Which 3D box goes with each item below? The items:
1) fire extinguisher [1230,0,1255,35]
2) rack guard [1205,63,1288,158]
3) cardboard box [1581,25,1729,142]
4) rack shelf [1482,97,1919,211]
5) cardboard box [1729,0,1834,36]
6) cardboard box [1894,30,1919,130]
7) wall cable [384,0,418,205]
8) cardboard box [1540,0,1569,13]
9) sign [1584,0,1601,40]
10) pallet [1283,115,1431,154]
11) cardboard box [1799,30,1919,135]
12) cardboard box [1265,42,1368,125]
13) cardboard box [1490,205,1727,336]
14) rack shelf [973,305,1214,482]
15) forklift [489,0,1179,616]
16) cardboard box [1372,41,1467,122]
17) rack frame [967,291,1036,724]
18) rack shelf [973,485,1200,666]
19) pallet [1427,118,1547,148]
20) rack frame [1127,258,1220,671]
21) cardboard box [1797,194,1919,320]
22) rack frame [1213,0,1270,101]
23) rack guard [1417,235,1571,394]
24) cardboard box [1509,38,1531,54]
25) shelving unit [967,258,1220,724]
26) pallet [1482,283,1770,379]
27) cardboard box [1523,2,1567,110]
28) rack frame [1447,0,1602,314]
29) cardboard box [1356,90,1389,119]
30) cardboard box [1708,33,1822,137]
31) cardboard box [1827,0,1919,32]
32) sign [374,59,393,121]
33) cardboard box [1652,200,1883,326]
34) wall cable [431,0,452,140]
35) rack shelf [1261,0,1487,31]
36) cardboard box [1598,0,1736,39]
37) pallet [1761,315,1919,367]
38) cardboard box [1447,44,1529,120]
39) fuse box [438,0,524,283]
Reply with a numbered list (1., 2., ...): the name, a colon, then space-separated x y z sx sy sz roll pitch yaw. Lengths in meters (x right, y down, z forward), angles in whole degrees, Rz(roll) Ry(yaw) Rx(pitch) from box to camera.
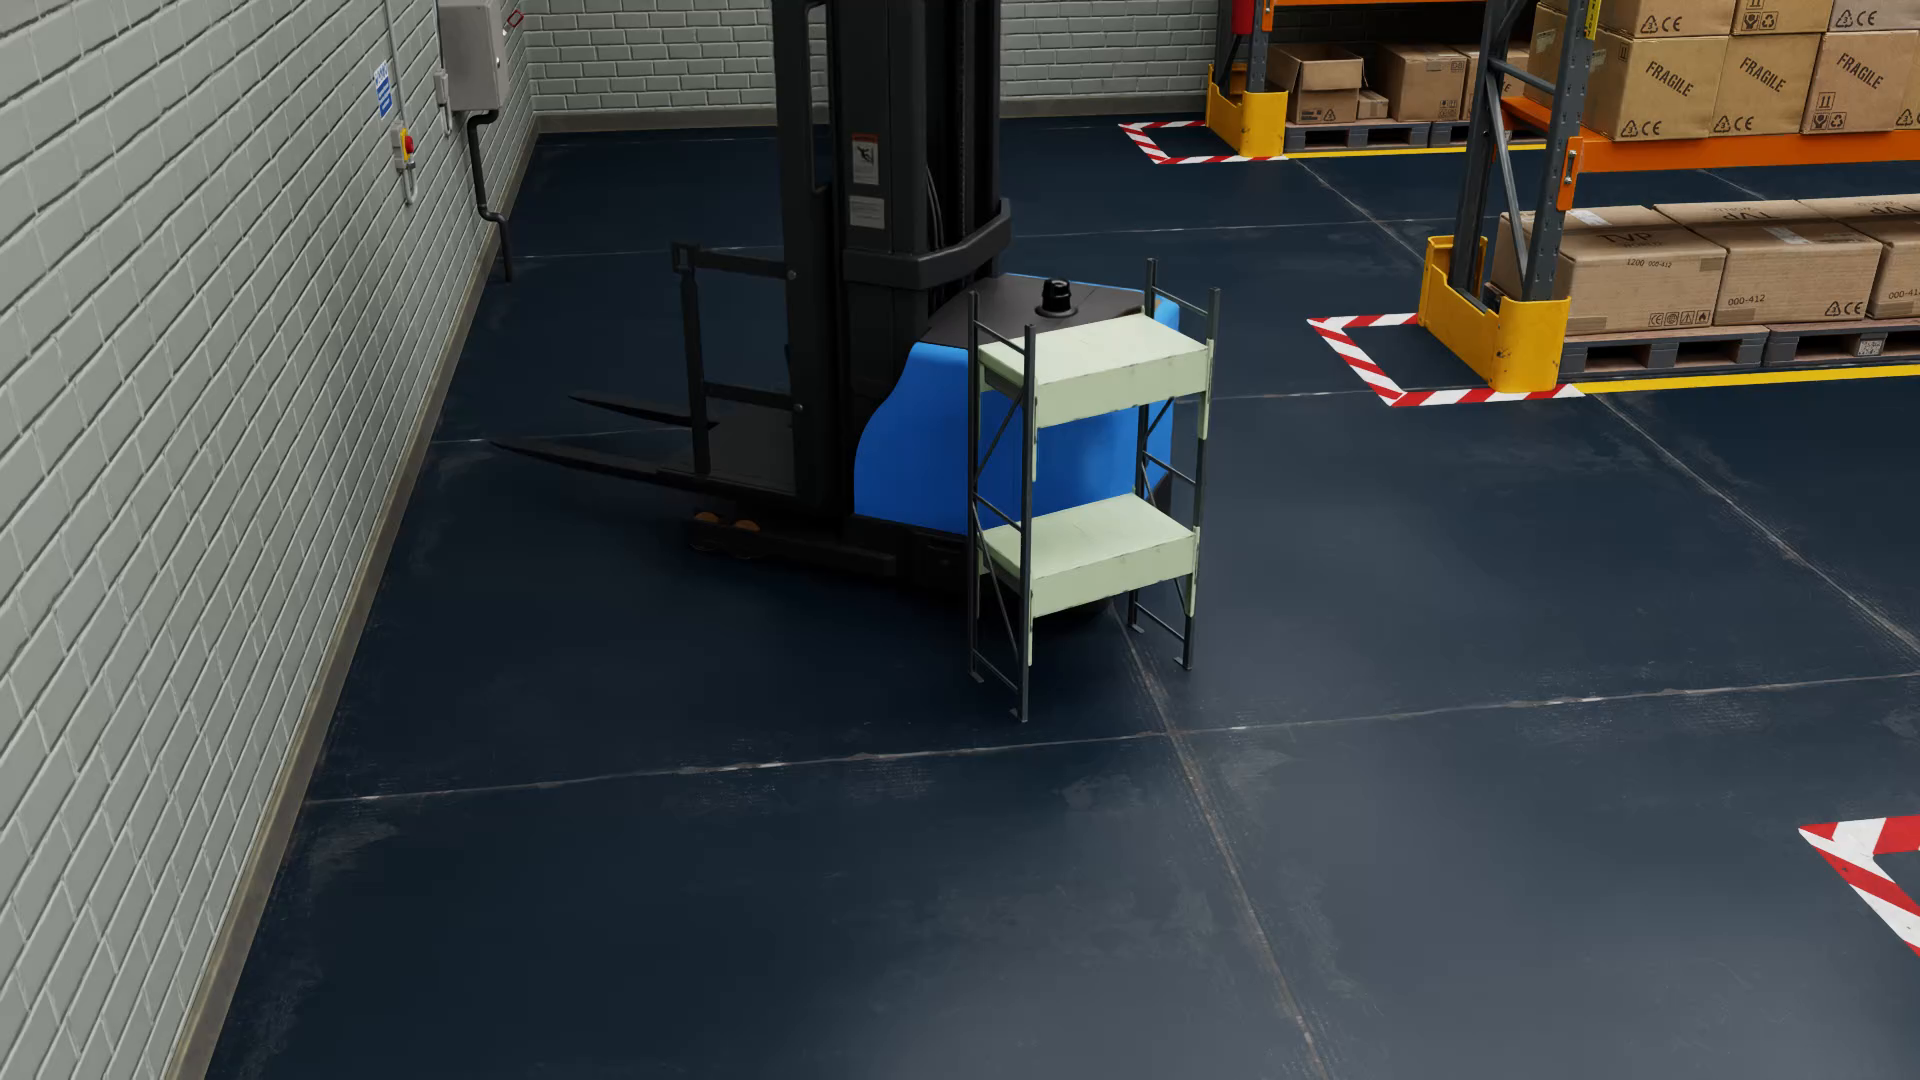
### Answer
1. fire extinguisher: 2.165 -4.203 12.649 0.183 0.674 0.296 -4 27 -7
2. rack guard: 2.322 -3.515 13.552 0.348 0.500 1.175 -4 27 -7
3. cardboard box: 3.457 -2.323 8.383 0.500 0.500 0.500 -4 27 -8
4. rack shelf: 4.922 -2.185 9.011 4.000 0.370 1.077 -4 27 -7
5. cardboard box: 3.967 -2.805 8.227 0.500 0.500 0.500 -4 27 -9
6. cardboard box: 4.954 -2.432 8.594 0.500 0.500 0.500 -3 27 -5
7. wall cable: -2.639 -2.475 7.640 0.123 1.953 0.585 -4 27 -7
8. cardboard box: 3.386 -3.006 8.618 0.500 0.500 0.500 -3 27 -5
9. sign: 3.013 -2.547 7.894 0.005 0.325 0.100 -4 27 -7
10. pallet: 3.111 -3.437 13.718 1.213 0.211 1.003 -4 27 -7
11. cardboard box: 4.460 -2.392 8.517 0.500 0.500 0.500 -4 27 -7
12. cardboard box: 2.865 -3.694 13.438 0.637 0.503 0.797 -5 28 -9
13. cardboard box: 3.581 -1.512 9.258 0.875 0.438 0.875 -5 28 -9
14. rack shelf: 0.453 -0.520 5.765 0.720 0.370 0.431 -14 31 -26
15. forklift: -0.646 -1.429 6.824 3.031 2.935 1.130 11 29 20
16. cardboard box: 3.717 -3.729 13.511 0.500 0.500 0.700 -3 27 -5
17. rack frame: 0.134 -0.090 5.783 0.023 1.500 0.400 -14 31 -26
18. rack shelf: 0.453 0.118 6.092 0.720 0.370 0.431 -14 31 -26
19. pallet: 4.316 -3.513 13.866 1.213 0.211 1.003 -4 27 -7
20. rack frame: 0.772 -0.255 6.103 0.023 1.500 0.400 -14 31 -26
21. cardboard box: 5.380 -1.631 9.489 0.875 0.438 0.875 -4 27 -9
22. rack frame: 2.246 -4.622 12.972 0.127 3.000 1.000 -4 27 -7
23. rack guard: 2.918 -1.265 9.167 0.348 0.500 1.175 -4 27 -7
24. cardboard box: 4.745 -3.795 13.639 0.500 0.500 0.700 -5 28 -9
25. shelving unit: 0.453 -0.172 5.943 0.755 1.500 0.431 -14 31 -26
26. pallet: 3.723 -1.224 9.404 1.213 0.211 1.003 -4 27 -7
27. cardboard box: 3.382 -2.573 8.869 0.500 0.500 0.500 -4 27 -7
28. rack frame: 2.942 -2.378 8.599 0.127 3.000 1.000 -4 27 -7
29. cardboard box: 3.291 -3.546 13.538 0.250 0.149 0.380 -5 28 -9
30. cardboard box: 3.954 -2.368 8.470 0.500 0.500 0.500 -4 27 -8
31. cardboard box: 4.476 -2.842 8.297 0.500 0.500 0.500 -4 27 -8
32. sign: -2.693 -2.103 7.768 0.001 0.218 0.327 -4 27 -7
33. cardboard box: 4.486 -1.574 9.379 0.875 0.438 0.875 -3 27 -6
34. wall cable: -2.848 -3.101 8.896 0.122 1.984 0.588 -4 27 -7
35. rack shelf: 4.227 -4.429 13.384 4.000 0.370 1.077 -4 27 -7
36. cardboard box: 3.457 -2.769 8.157 0.500 0.500 0.500 -4 27 -8
37. pallet: 4.928 -1.300 9.552 1.213 0.211 1.003 -4 27 -7
38. cardboard box: 4.255 -3.718 13.488 0.500 0.500 0.500 -3 27 -6
39. fuse box: -2.787 -2.395 10.043 0.414 1.711 0.539 -4 27 -7
